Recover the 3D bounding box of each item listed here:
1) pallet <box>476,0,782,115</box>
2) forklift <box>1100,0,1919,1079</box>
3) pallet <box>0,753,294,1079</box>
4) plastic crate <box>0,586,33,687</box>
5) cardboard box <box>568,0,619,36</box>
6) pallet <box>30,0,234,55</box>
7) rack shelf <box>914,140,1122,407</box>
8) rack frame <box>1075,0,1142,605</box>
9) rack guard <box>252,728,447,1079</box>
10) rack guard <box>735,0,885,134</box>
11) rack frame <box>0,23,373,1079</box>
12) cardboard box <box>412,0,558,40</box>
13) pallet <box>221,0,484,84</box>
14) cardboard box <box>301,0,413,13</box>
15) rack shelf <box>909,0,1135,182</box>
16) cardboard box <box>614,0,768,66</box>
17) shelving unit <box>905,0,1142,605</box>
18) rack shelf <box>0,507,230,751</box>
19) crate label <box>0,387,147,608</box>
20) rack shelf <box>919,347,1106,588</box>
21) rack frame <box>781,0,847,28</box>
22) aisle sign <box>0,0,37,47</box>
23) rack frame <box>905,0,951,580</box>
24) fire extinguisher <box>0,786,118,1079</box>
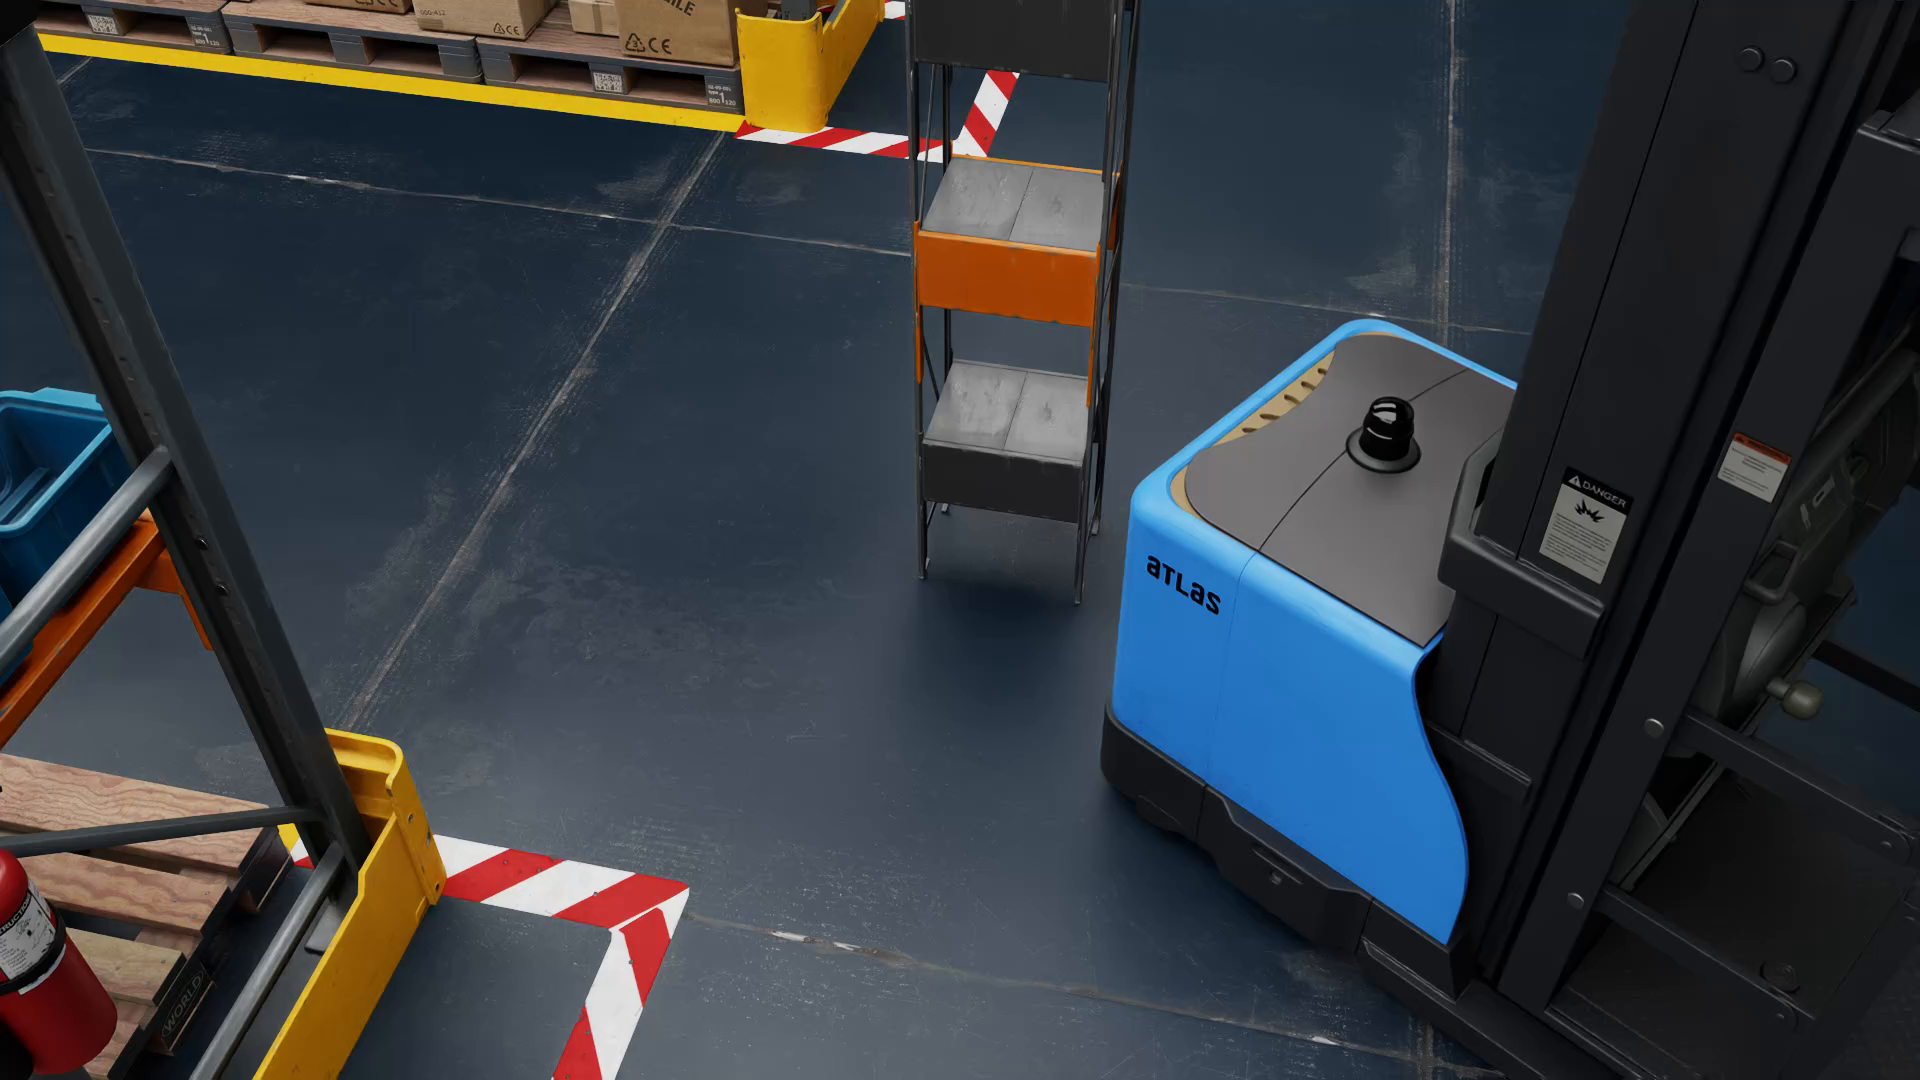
[{"bbox_3d":[-1.411,-2.329,7.518,1.213,0.211,1.003,9,45,9],"label":"pallet"},{"bbox_3d":[1.800,0.060,3.074,3.031,2.935,1.130,33,53,30],"label":"forklift"},{"bbox_3d":[-2.440,1.003,4.056,1.213,0.211,1.003,9,45,9],"label":"pallet"},{"bbox_3d":[-2.012,0.191,2.820,0.499,0.435,0.616,9,45,9],"label":"plastic crate"},{"bbox_3d":[-1.519,-2.378,7.283,0.250,0.166,0.380,9,45,9],"label":"cardboard box"},{"bbox_3d":[-3.792,-2.699,7.902,1.213,0.211,1.003,9,45,9],"label":"pallet"},{"bbox_3d":[0.162,-0.722,4.505,0.480,0.518,0.431,9,45,9],"label":"rack shelf"},{"bbox_3d":[0.400,-0.694,4.457,0.015,2.100,0.400,9,45,9],"label":"rack frame"},{"bbox_3d":[-1.618,1.045,3.804,0.348,0.500,1.175,9,45,9],"label":"rack guard"},{"bbox_3d":[-0.633,-2.313,7.293,0.348,0.500,1.175,9,45,9],"label":"rack guard"},{"bbox_3d":[-1.644,0.149,2.932,0.127,3.000,1.000,9,45,9],"label":"rack frame"},{"bbox_3d":[-2.064,-2.450,7.298,0.500,0.250,0.500,9,45,9],"label":"cardboard box"},{"bbox_3d":[-2.598,-2.515,7.711,1.213,0.211,1.003,9,45,9],"label":"pallet"},{"bbox_3d":[-2.628,-2.786,7.464,0.637,0.503,0.797,9,45,9],"label":"cardboard box"},{"bbox_3d":[0.162,-1.226,4.020,0.480,0.518,0.431,9,45,9],"label":"rack shelf"},{"bbox_3d":[-1.143,-2.376,7.041,0.500,0.500,0.500,9,45,9],"label":"cardboard box"},{"bbox_3d":[0.162,-0.731,4.496,0.503,2.100,0.431,9,45,9],"label":"shelving unit"},{"bbox_3d":[-3.596,0.106,3.496,4.000,0.370,1.077,9,45,9],"label":"rack shelf"},{"bbox_3d":[-1.813,-0.072,3.239,0.303,0.233,0.416,9,45,9],"label":"crate label"},{"bbox_3d":[0.162,-0.217,4.991,0.480,0.518,0.431,9,45,9],"label":"rack shelf"},{"bbox_3d":[-0.559,-3.202,6.414,0.127,3.000,1.000,9,45,9],"label":"rack frame"},{"bbox_3d":[-1.509,-0.977,2.228,0.004,0.787,0.394,9,45,9],"label":"aisle sign"},{"bbox_3d":[-0.077,-0.768,4.534,0.015,2.100,0.400,9,45,9],"label":"rack frame"},{"bbox_3d":[-1.596,0.642,2.745,0.183,0.674,0.296,9,45,9],"label":"fire extinguisher"}]
